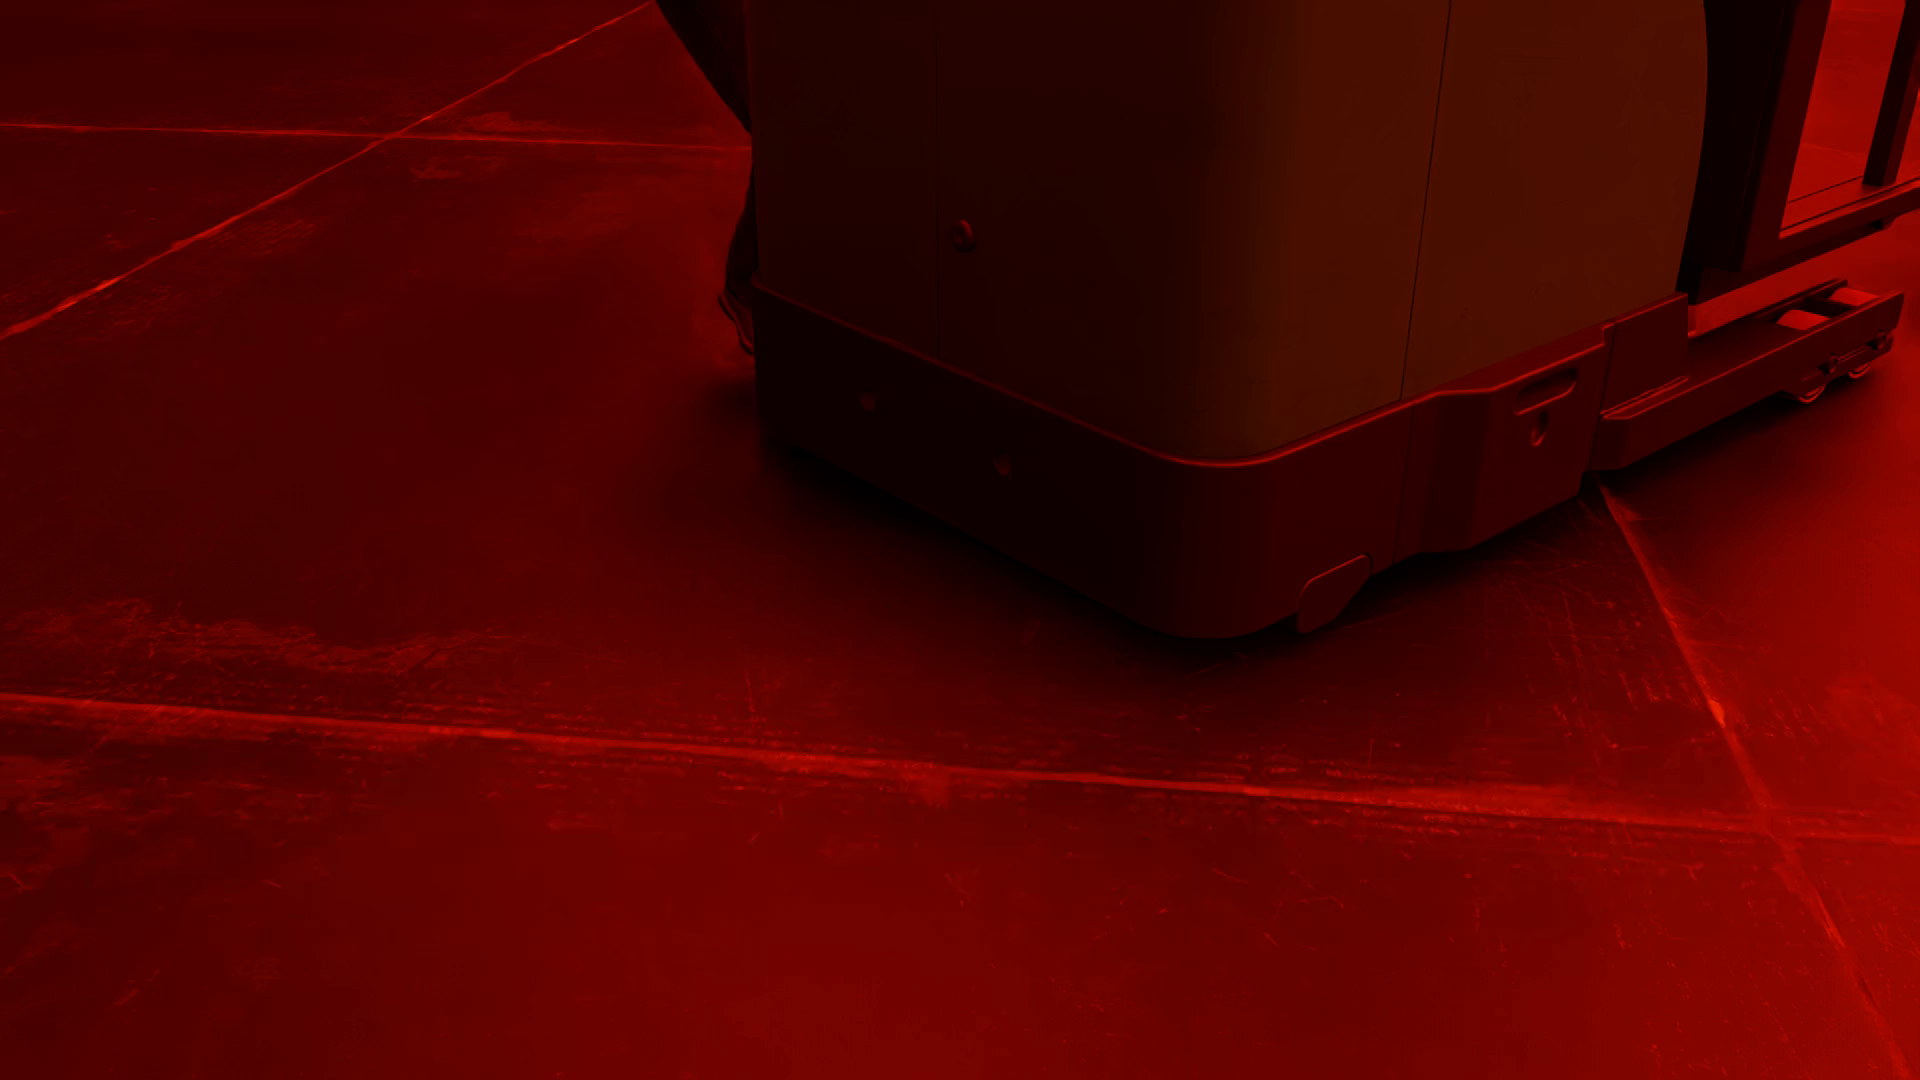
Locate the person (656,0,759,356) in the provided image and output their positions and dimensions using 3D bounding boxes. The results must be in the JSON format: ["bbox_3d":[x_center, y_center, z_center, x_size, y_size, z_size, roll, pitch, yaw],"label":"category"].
[{"bbox_3d":[-0.203,-1.005,2.772,0.633,1.576,0.890,24,35,39],"label":"person"}]

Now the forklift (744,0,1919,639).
[{"bbox_3d":[1.119,-1.717,2.658,3.031,2.935,1.130,-21,33,-35],"label":"forklift"}]
